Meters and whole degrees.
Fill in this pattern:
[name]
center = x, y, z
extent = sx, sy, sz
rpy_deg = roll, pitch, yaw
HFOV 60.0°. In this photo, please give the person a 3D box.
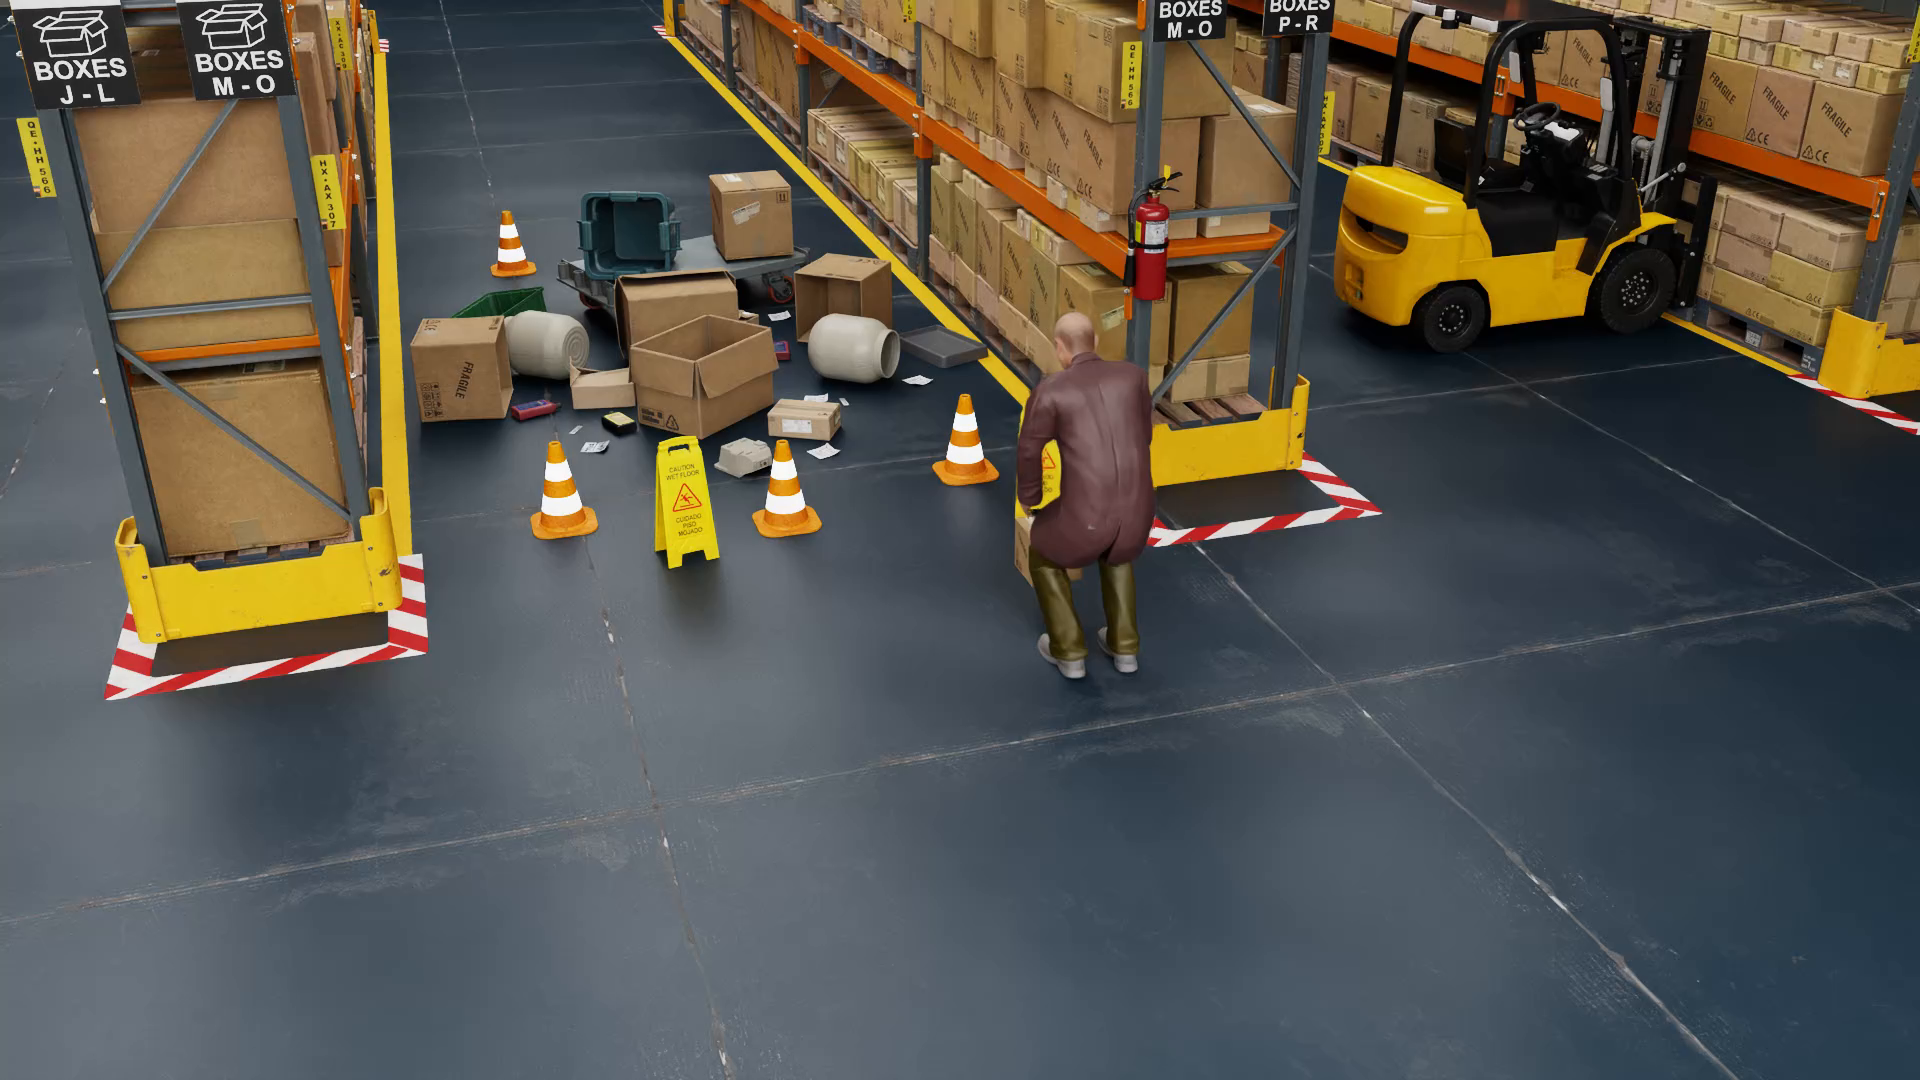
[person]
center = 0.550, -0.165, 7.201
extent = 0.623, 1.582, 0.588
rpy_deg = -8, 27, -16
